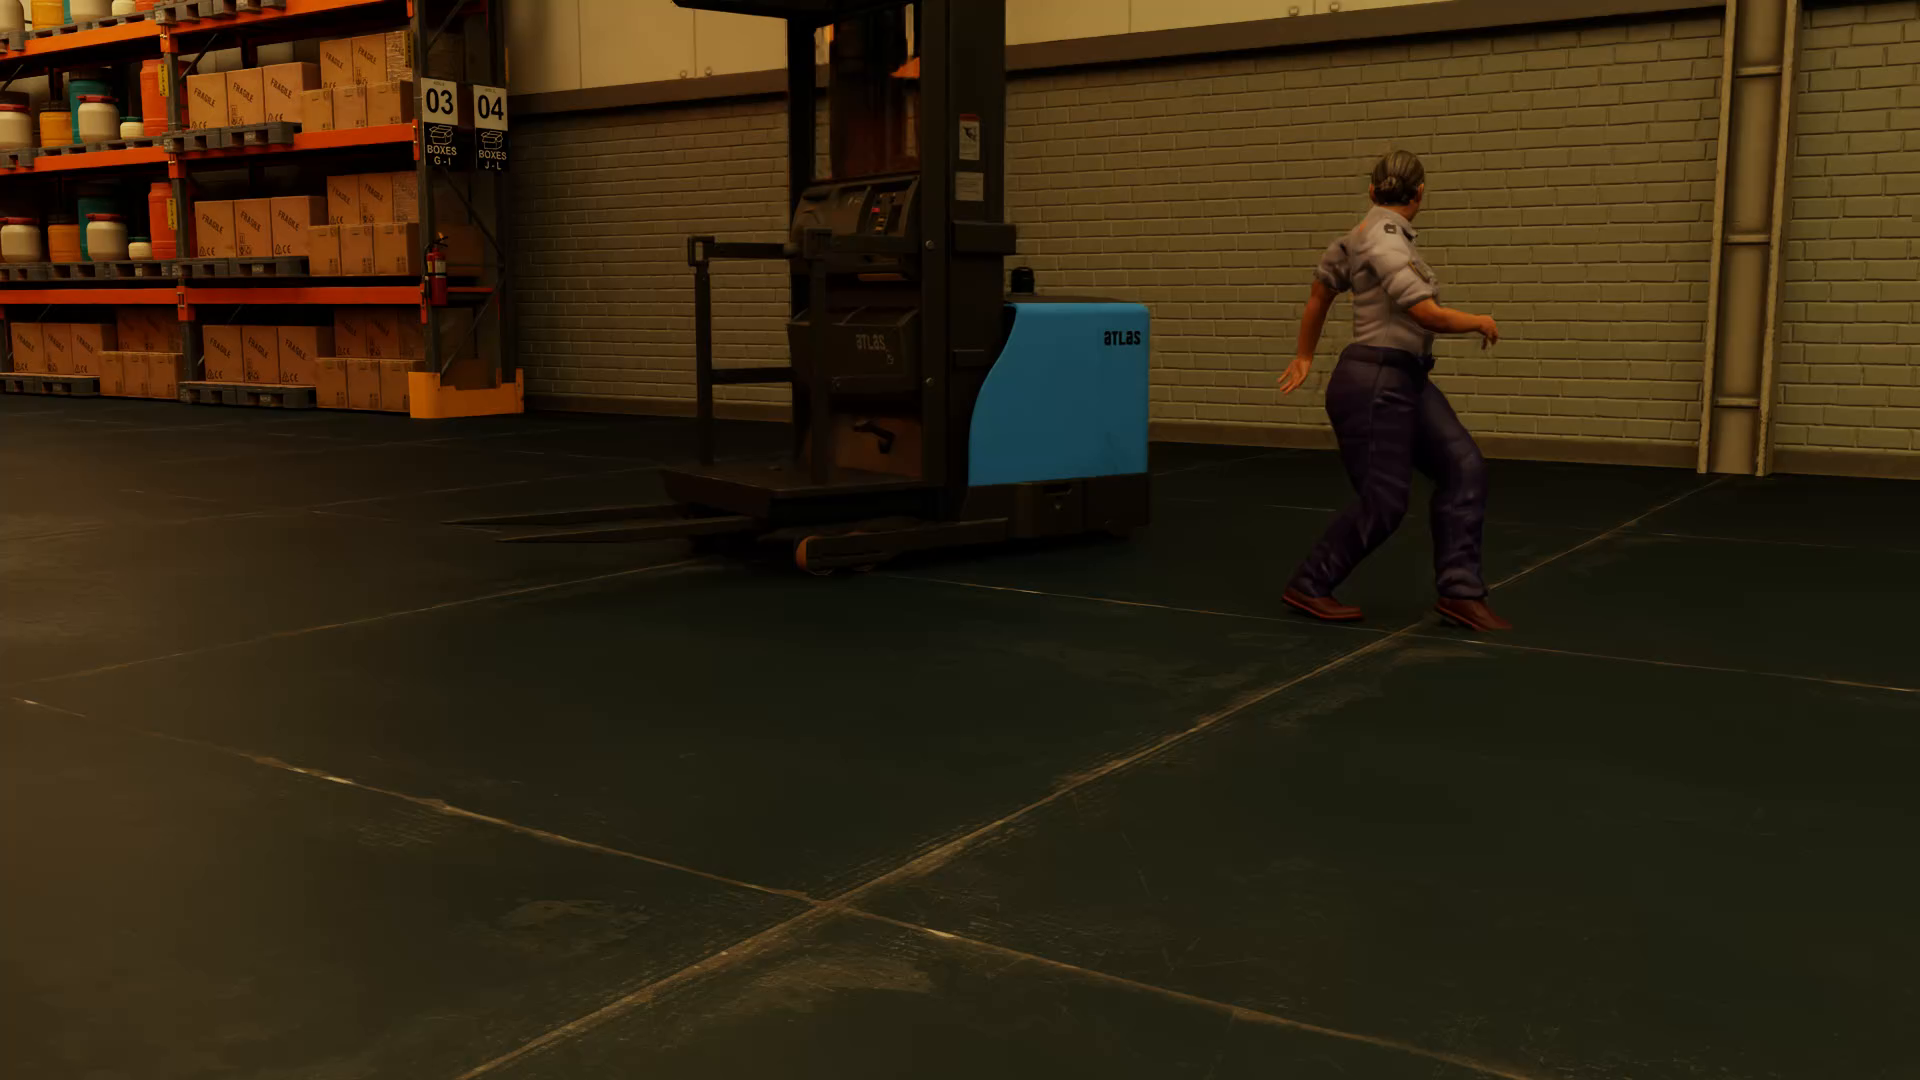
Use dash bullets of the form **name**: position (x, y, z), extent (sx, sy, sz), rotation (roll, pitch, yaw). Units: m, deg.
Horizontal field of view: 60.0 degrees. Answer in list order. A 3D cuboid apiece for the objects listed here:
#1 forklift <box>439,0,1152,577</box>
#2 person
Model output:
- **forklift**: position (-0.623, -1.390, 6.966), extent (3.031, 2.935, 1.130), rotation (-6, 10, -35)
- **person**: position (1.450, -0.488, 5.566), extent (0.890, 1.603, 0.505), rotation (4, 9, 26)
